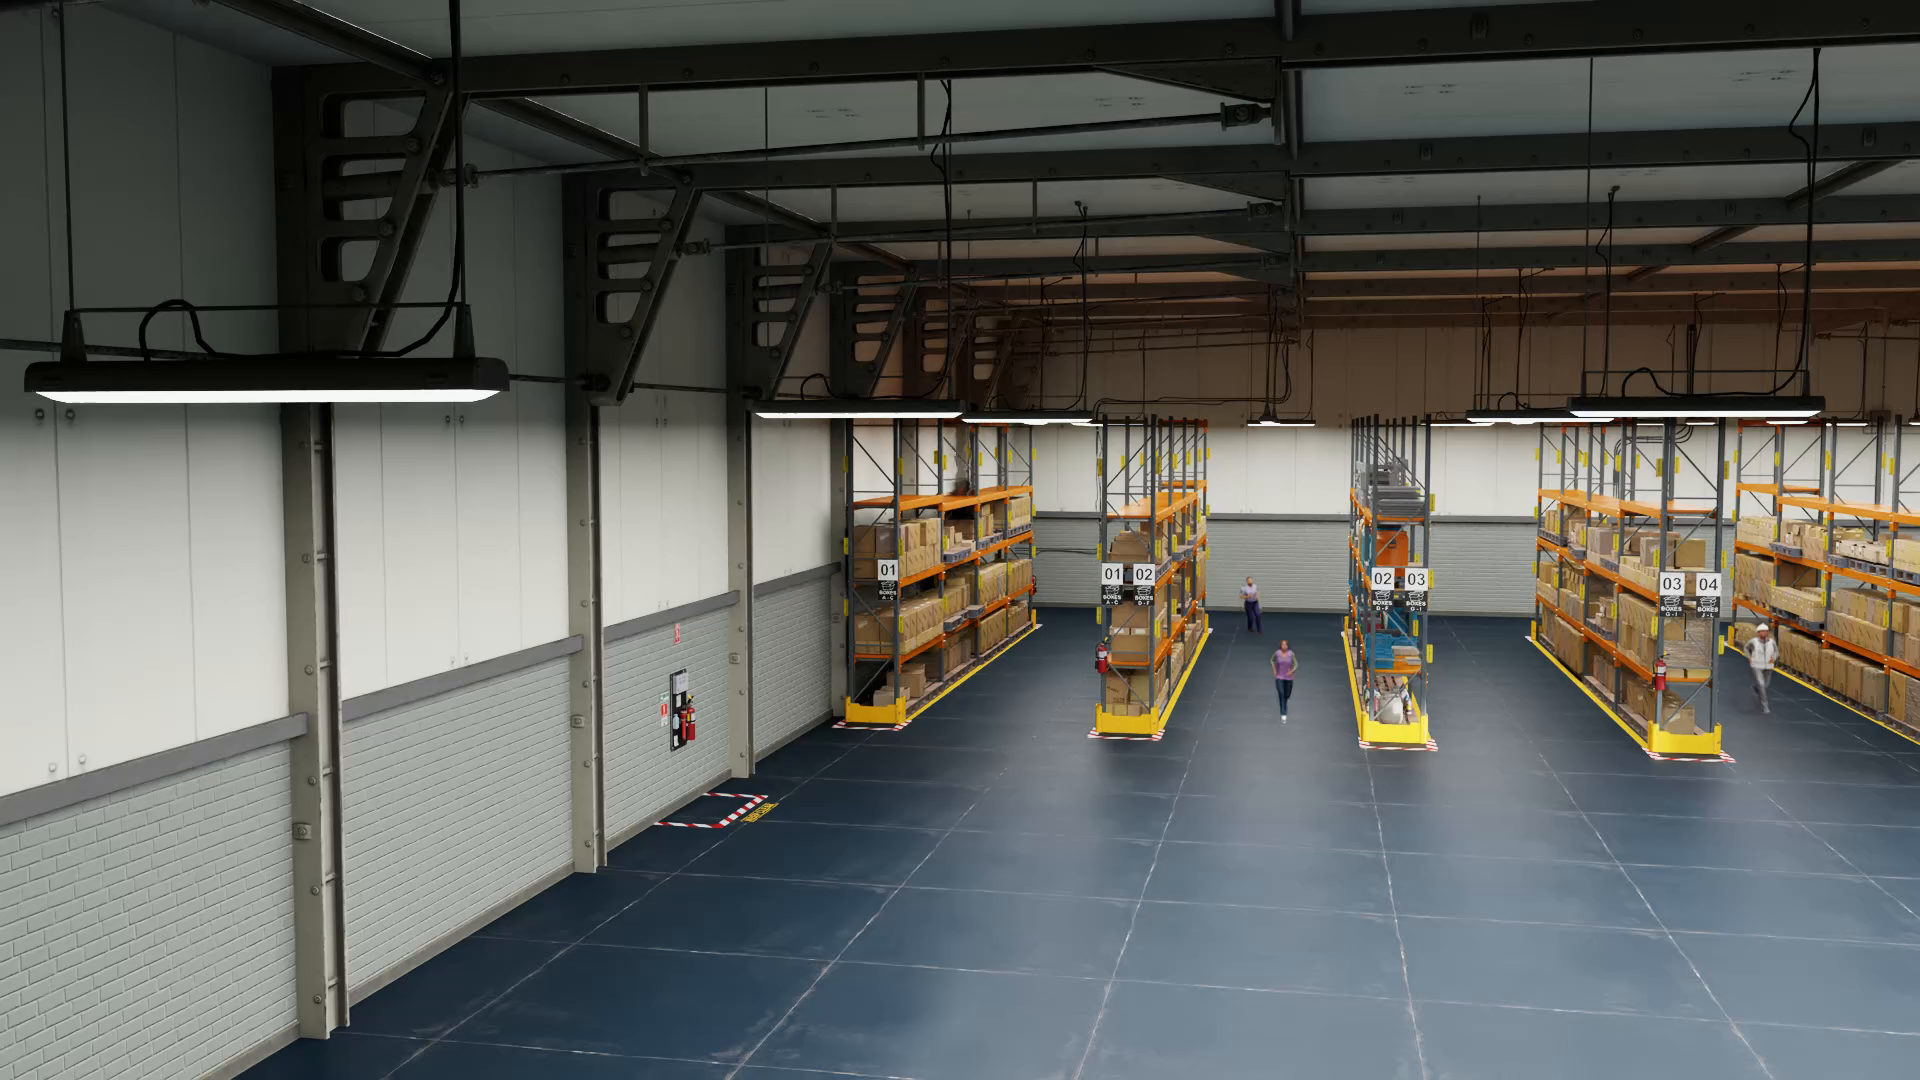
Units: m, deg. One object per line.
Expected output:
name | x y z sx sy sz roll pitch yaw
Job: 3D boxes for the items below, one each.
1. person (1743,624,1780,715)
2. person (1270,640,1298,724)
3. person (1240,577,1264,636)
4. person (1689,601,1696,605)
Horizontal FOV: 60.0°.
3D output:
person | 16.348 2.605 33.885 0.620 1.787 1.082 0 4 1
person | 6.409 2.753 32.853 0.508 1.592 1.033 0 4 2
person | 8.086 1.827 46.368 0.622 1.623 0.905 0 4 -7
person | 19.130 1.928 43.842 0.716 1.760 1.008 3 5 36
